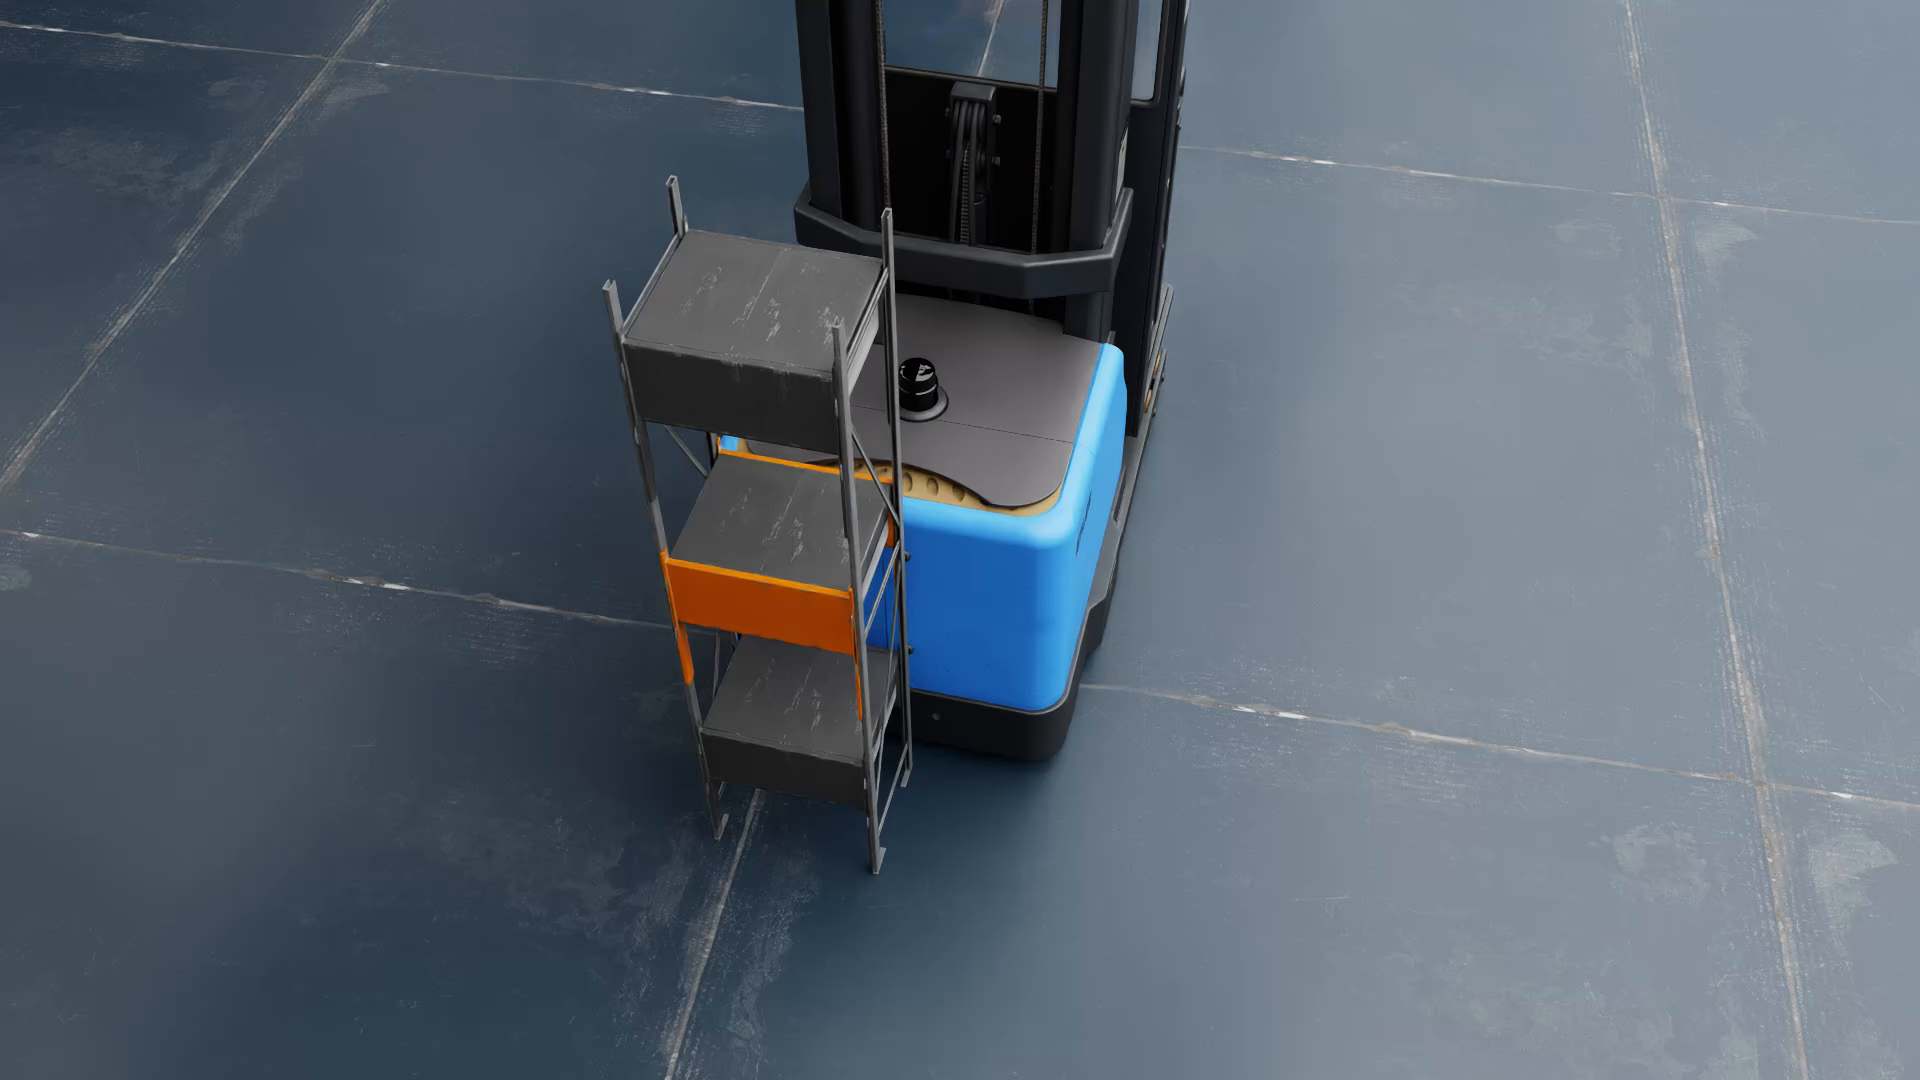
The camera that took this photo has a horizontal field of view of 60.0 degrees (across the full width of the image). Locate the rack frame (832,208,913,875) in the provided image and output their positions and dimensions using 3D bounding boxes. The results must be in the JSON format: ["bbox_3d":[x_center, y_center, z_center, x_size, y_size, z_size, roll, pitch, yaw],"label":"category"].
[{"bbox_3d":[-0.200,0.135,4.217,0.015,2.100,0.400,10,49,9],"label":"rack frame"}]

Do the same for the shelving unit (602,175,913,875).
[{"bbox_3d":[-0.437,0.091,4.256,0.503,2.100,0.431,10,49,9],"label":"shelving unit"}]

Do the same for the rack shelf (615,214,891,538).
[{"bbox_3d":[-0.437,-0.367,3.746,0.480,0.518,0.431,10,49,9],"label":"rack shelf"}]

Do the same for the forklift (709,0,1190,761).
[{"bbox_3d":[0.149,-1.430,5.065,1.130,2.935,3.031,10,49,9],"label":"forklift"}]

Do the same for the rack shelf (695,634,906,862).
[{"bbox_3d":[-0.437,0.568,4.787,0.480,0.518,0.431,10,49,9],"label":"rack shelf"}]

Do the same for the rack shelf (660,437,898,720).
[{"bbox_3d":[-0.437,0.100,4.266,0.480,0.518,0.431,10,49,9],"label":"rack shelf"}]

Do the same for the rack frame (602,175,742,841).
[{"bbox_3d":[-0.674,0.048,4.295,0.015,2.100,0.400,10,49,9],"label":"rack frame"}]
